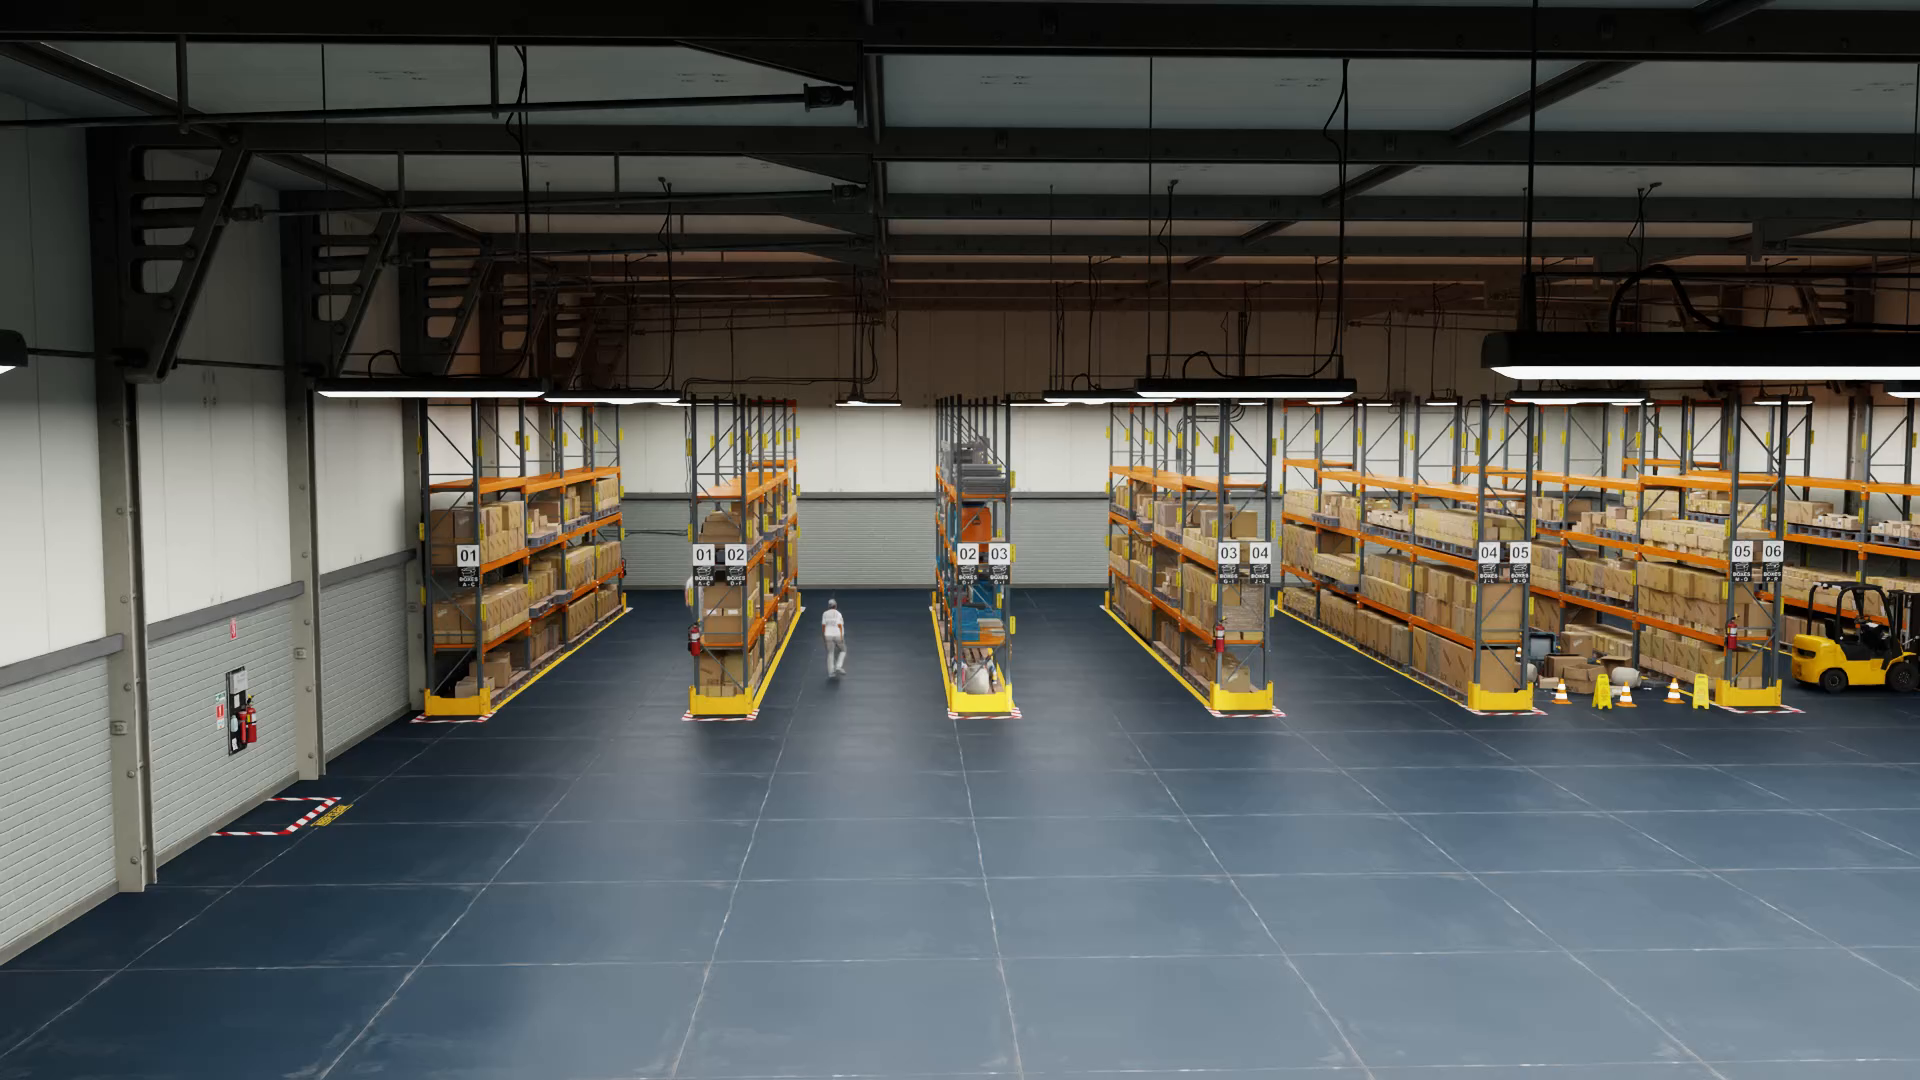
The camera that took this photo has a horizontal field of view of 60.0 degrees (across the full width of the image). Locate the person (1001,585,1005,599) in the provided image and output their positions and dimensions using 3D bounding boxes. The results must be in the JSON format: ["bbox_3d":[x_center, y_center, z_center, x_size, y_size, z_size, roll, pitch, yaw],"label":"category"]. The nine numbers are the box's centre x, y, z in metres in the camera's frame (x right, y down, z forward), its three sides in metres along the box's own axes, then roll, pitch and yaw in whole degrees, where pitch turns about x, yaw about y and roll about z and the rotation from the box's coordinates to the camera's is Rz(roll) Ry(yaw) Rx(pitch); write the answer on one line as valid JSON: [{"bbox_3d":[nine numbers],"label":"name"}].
[{"bbox_3d":[1.207,0.967,50.330,0.430,1.551,0.899,0,5,-3],"label":"person"}]

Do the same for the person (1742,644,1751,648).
[{"bbox_3d":[17.390,1.965,36.895,0.532,1.808,0.602,-1,5,-8],"label":"person"}]

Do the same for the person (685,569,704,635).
[{"bbox_3d":[-6.686,1.531,42.086,0.533,1.701,1.077,0,4,1],"label":"person"}]

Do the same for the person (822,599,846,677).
[{"bbox_3d":[-2.693,2.090,35.583,0.538,1.652,0.475,1,5,10],"label":"person"}]
